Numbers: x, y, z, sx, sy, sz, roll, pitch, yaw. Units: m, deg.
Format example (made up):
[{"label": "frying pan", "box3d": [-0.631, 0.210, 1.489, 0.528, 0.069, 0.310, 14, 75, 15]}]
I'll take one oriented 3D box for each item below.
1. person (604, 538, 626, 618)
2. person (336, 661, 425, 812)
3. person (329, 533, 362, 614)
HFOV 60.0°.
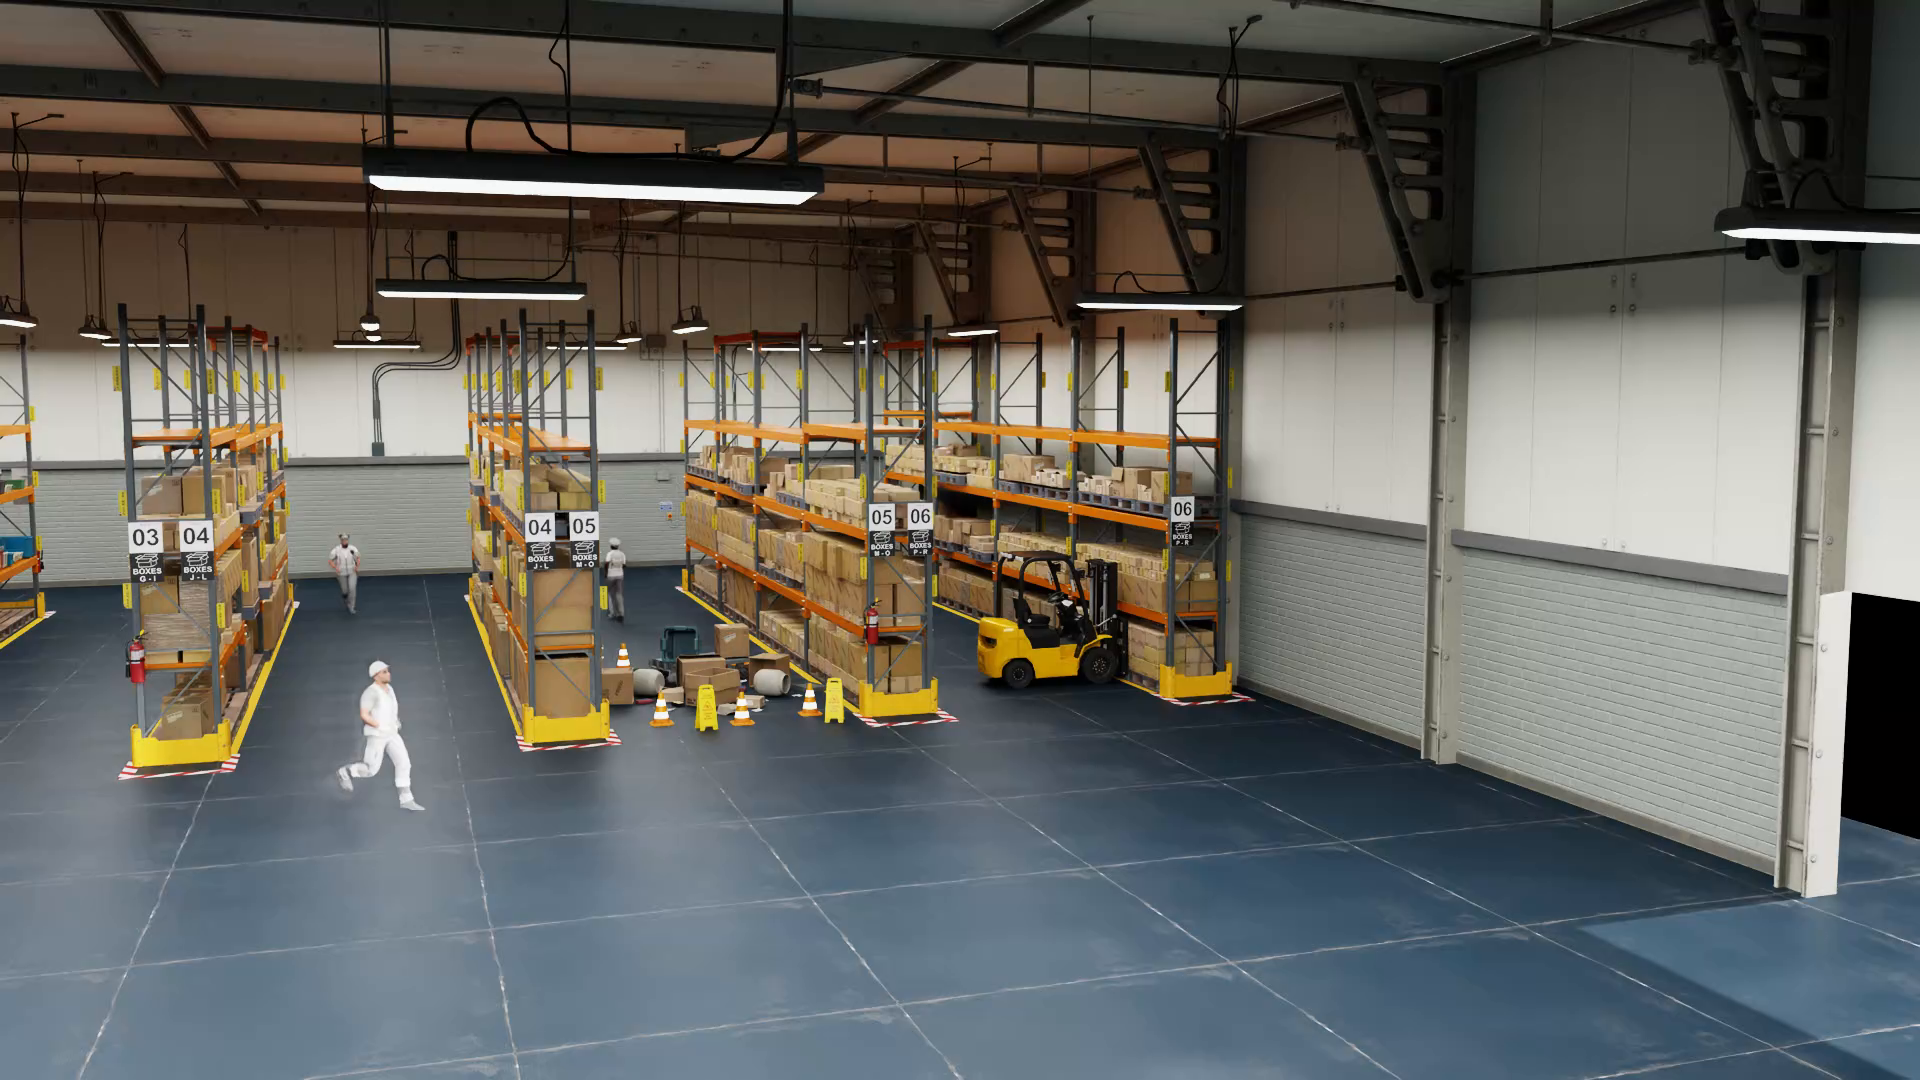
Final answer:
[{"label": "person", "box3d": [-7.339, 0.827, 35.258, 0.555, 1.741, 0.686, -3, 6, -32]}, {"label": "person", "box3d": [-6.811, 2.299, 19.473, 1.100, 1.773, 0.630, 2, 6, 18]}, {"label": "person", "box3d": [-13.408, 0.713, 36.297, 0.684, 1.745, 0.761, -3, 6, -26]}]
